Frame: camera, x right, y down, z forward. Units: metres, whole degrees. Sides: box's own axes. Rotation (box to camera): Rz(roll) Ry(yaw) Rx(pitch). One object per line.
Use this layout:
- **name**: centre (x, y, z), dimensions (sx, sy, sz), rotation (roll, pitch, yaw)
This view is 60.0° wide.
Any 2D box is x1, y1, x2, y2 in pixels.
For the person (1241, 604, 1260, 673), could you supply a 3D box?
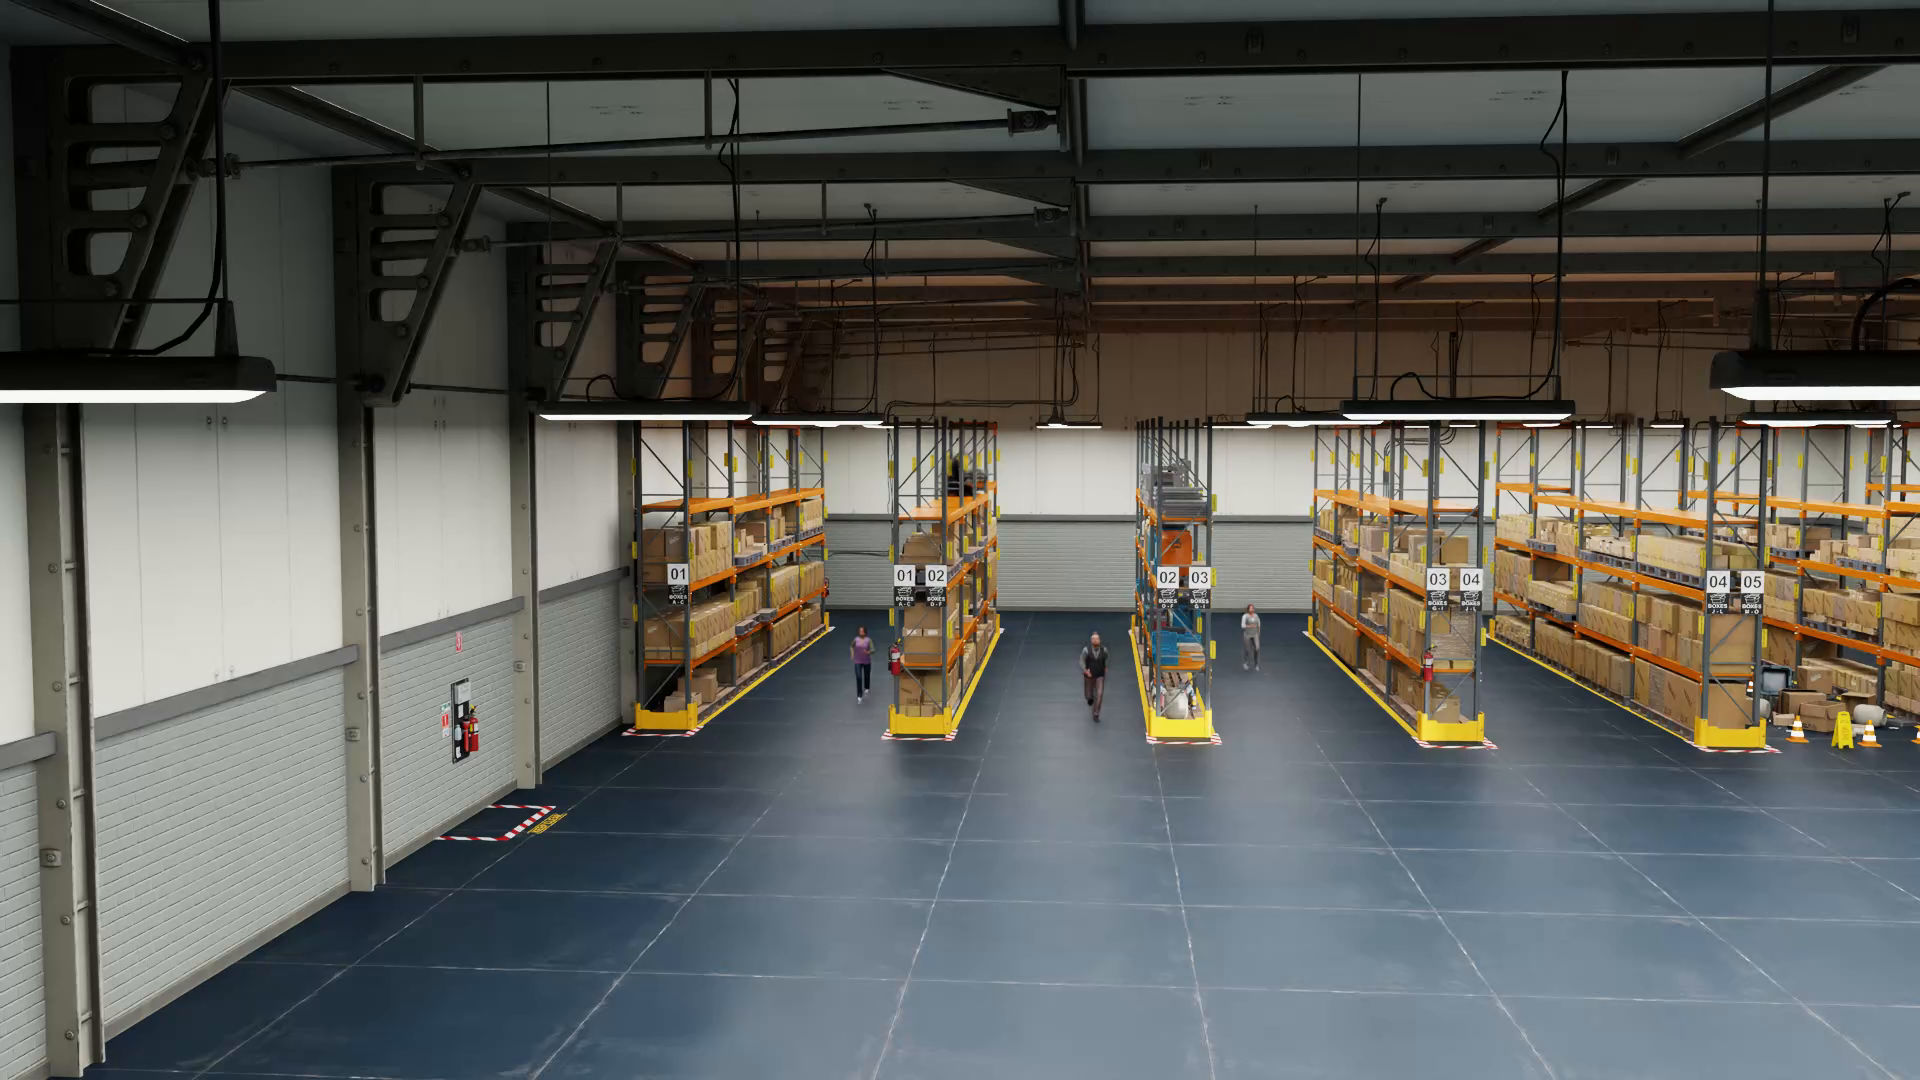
- **person**: centre (6.947, 2.342, 39.638), dimensions (0.526, 1.648, 0.684), rotation (0, 4, -6)

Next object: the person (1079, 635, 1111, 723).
- **person**: centre (2.688, 2.736, 33.174), dimensions (0.642, 1.707, 1.006), rotation (0, 4, 5)

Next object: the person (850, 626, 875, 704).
- **person**: centre (-2.063, 2.611, 35.142), dimensions (0.538, 1.586, 0.893), rotation (0, 4, -1)

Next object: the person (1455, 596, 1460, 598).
- **person**: centre (13.542, 1.871, 46.007), dimensions (0.684, 1.691, 0.573), rotation (2, 4, 23)
